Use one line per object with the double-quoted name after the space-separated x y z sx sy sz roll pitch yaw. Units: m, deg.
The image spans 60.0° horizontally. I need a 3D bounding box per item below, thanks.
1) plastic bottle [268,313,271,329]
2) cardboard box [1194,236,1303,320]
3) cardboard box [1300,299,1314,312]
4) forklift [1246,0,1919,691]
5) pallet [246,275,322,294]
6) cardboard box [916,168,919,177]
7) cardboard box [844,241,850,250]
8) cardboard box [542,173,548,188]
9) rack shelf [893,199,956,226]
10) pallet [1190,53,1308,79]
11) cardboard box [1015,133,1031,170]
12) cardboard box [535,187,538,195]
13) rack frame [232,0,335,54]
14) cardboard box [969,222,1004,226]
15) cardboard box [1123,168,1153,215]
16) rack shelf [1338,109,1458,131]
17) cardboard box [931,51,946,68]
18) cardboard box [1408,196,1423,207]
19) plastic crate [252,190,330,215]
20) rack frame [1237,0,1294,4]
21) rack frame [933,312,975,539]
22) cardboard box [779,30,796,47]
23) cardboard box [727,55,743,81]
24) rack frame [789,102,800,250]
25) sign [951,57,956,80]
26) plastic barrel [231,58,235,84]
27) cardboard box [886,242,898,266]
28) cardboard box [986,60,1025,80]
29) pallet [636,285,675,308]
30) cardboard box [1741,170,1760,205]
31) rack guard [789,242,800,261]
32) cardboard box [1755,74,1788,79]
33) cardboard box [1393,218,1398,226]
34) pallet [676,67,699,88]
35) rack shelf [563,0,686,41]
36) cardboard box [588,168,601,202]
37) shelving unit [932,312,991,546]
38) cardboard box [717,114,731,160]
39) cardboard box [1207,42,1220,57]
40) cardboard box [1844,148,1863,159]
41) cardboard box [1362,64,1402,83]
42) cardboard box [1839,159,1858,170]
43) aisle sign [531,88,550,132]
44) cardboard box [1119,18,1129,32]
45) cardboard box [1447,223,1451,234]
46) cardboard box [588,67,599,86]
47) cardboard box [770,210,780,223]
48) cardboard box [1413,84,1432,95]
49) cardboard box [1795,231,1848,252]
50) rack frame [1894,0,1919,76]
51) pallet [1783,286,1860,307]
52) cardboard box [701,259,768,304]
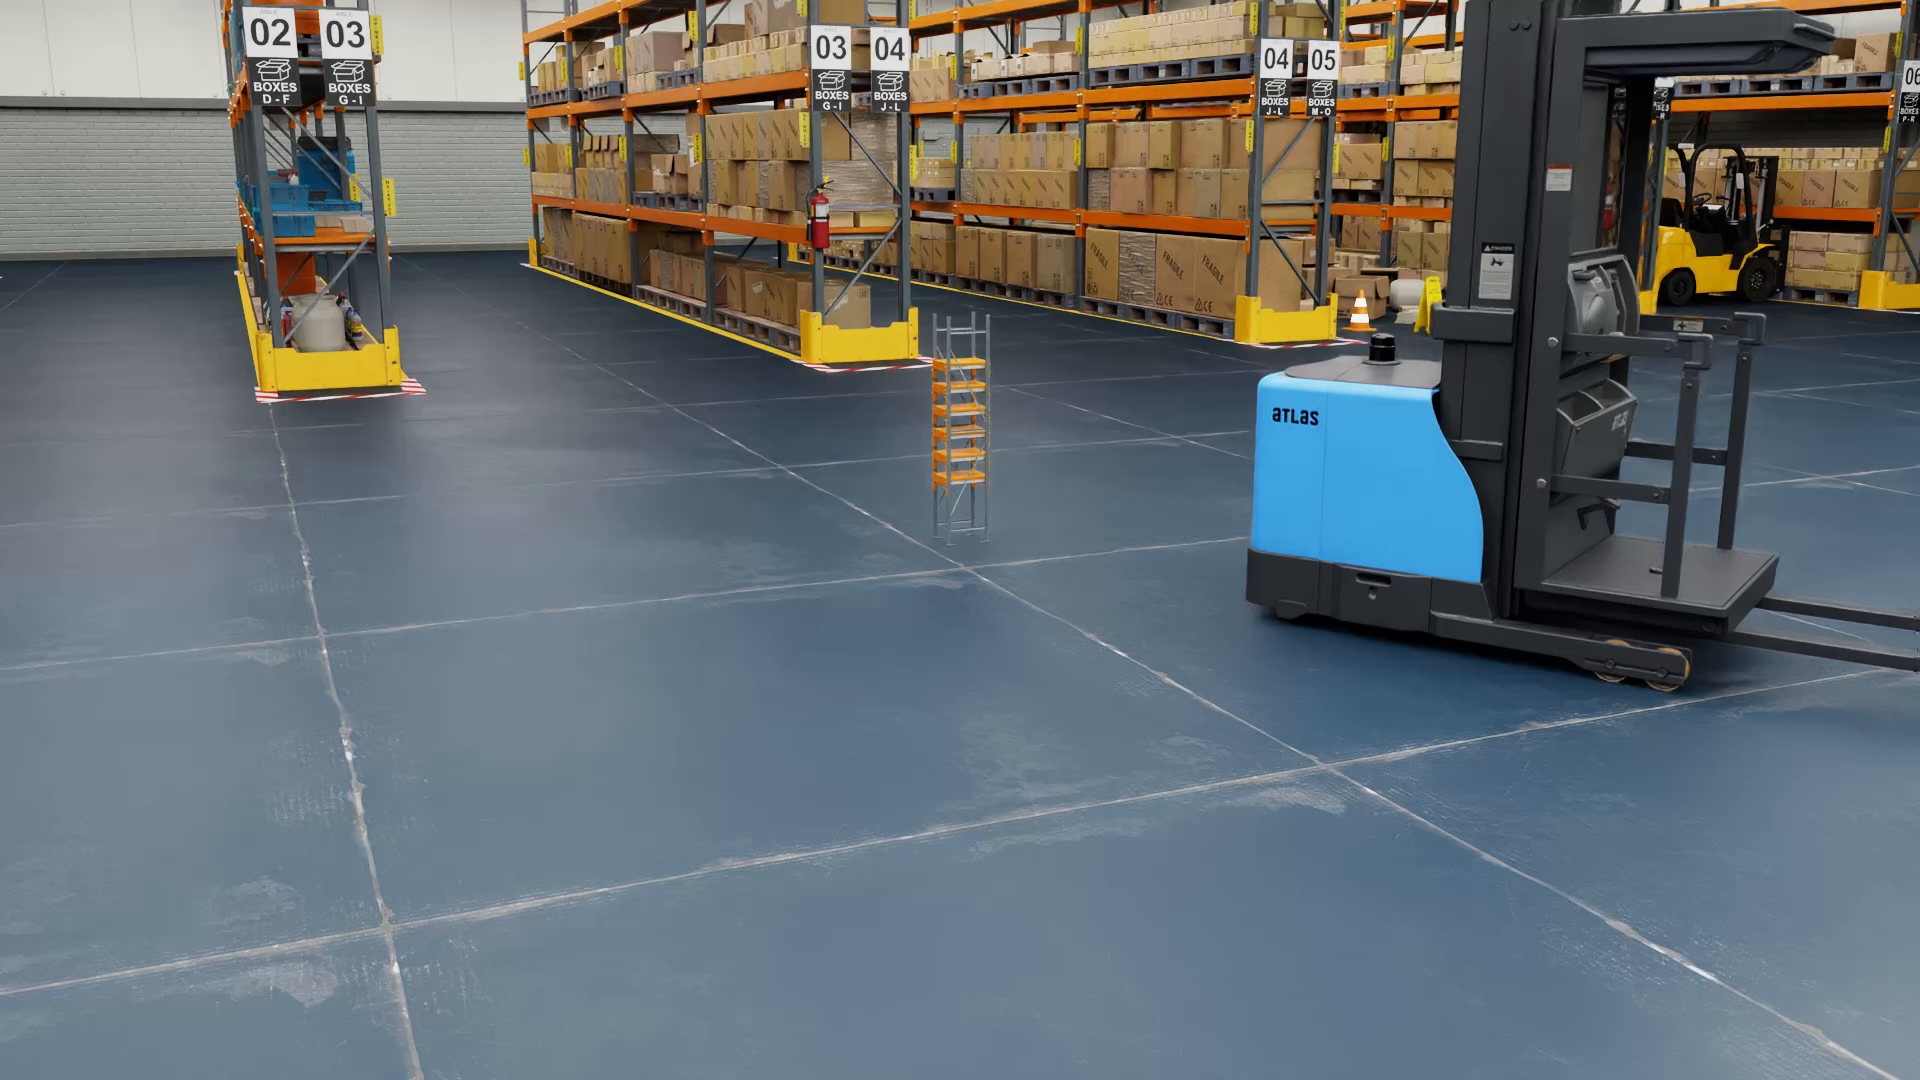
-6.715 -2.073 16.223 0.061 0.283 0.133 -5 14 -22 "plastic bottle"
3.277 -2.998 18.951 0.875 0.875 0.875 -6 14 -23 "cardboard box"
4.383 -3.000 21.242 0.396 0.266 0.258 -3 13 -13 "cardboard box"
2.769 -0.984 6.622 3.031 2.935 1.130 9 16 34 "forklift"
-10.050 -3.777 24.722 1.003 0.211 1.213 -6 14 -23 "pallet"
-0.526 -5.796 26.226 0.380 0.149 0.250 -6 14 -23 "cardboard box"
-1.858 -5.279 29.758 0.380 0.149 0.250 -6 14 -25 "cardboard box"
-7.028 -6.310 29.154 0.500 0.250 0.500 -6 14 -25 "cardboard box"
-0.396 -5.410 27.187 1.077 0.370 4.000 -6 14 -23 "rack shelf"
3.303 -5.265 18.509 1.003 0.211 1.213 -6 14 -23 "pallet"
1.192 -5.473 23.427 0.700 0.500 0.500 -6 14 -24 "cardboard box"
-7.441 -6.294 29.970 0.380 0.149 0.250 -6 14 -24 "cardboard box"
-7.116 -6.569 17.295 1.000 3.000 0.127 -6 14 -23 "rack frame"
0.351 -4.863 26.180 0.500 0.250 0.500 -6 14 -26 "cardboard box"
2.516 -4.285 20.398 0.875 0.550 0.550 -6 14 -23 "cardboard box"
8.645 -7.788 30.811 1.077 0.370 4.000 -6 14 -23 "rack shelf"
-0.214 -7.395 25.596 0.396 0.266 0.258 -6 14 -23 "cardboard box"
6.483 -4.725 23.188 0.380 0.149 0.250 -5 14 -21 "cardboard box"
-7.023 -3.496 17.461 0.767 0.338 0.504 -6 14 -23 "plastic crate"
4.900 -8.738 26.666 1.000 3.000 0.127 -6 14 -23 "rack frame"
-0.031 -0.600 8.803 0.240 1.200 0.006 -6 14 -23 "rack frame"
-1.580 -4.990 16.573 0.380 0.149 0.250 -6 14 -25 "cardboard box"
-2.226 -5.153 18.163 0.500 0.250 0.500 -6 14 -25 "cardboard box"
-2.800 -7.000 32.462 1.000 3.000 0.127 -6 14 -23 "rack frame"
-0.093 -7.012 24.714 0.100 0.325 0.005 -6 14 -23 "sign"
-8.875 -5.896 20.794 0.421 0.512 0.421 0 13 0 "plastic barrel"
-0.931 -4.874 27.891 0.500 0.500 0.500 -5 14 -20 "cardboard box"
0.694 -6.716 23.761 0.500 0.250 0.500 -5 14 -21 "cardboard box"
-3.868 -3.400 23.091 1.003 0.211 1.213 -6 14 -23 "pallet"
11.597 -5.055 23.835 0.500 0.500 0.500 -6 14 -23 "cardboard box"
-2.769 -5.766 32.676 1.175 0.500 0.348 -6 14 -23 "rack guard"
11.733 -6.791 23.523 0.797 0.503 0.637 -5 14 -21 "cardboard box"
8.325 -6.031 31.450 0.380 0.149 0.250 -5 14 -21 "cardboard box"
-2.728 -5.600 20.180 1.213 0.211 1.003 -6 14 -23 "pallet"
-4.981 -7.710 24.710 1.077 0.370 4.000 -6 14 -23 "rack shelf"
-5.425 -5.470 25.631 0.500 0.500 0.500 -6 14 -24 "cardboard box"
0.006 -0.582 8.722 0.258 1.200 0.189 -6 14 -23 "shelving unit"
-2.429 -4.555 18.800 0.500 0.500 0.500 -6 14 -23 "cardboard box"
2.962 -5.430 18.429 0.380 0.149 0.250 -5 14 -22 "cardboard box"
12.187 -5.224 22.469 0.380 0.149 0.250 -6 14 -23 "cardboard box"
6.136 -6.689 23.868 0.500 0.250 0.500 -6 14 -24 "cardboard box"
12.126 -5.072 22.474 0.380 0.149 0.250 -5 14 -22 "cardboard box"
-7.688 -7.827 30.270 0.394 0.787 0.004 -6 14 -23 "aisle sign"
2.148 -6.238 20.154 0.380 0.149 0.250 -6 14 -24 "cardboard box"
6.804 -4.196 22.412 0.380 0.149 0.250 -5 14 -20 "cardboard box"
-5.425 -7.134 25.655 0.500 0.311 0.500 -6 14 -25 "cardboard box"
-1.795 -3.442 17.645 0.380 0.149 0.250 -6 14 -23 "cardboard box"
6.454 -6.182 22.831 0.380 0.149 0.250 -6 14 -23 "cardboard box"
11.971 -4.135 23.034 0.500 0.250 0.500 -5 14 -22 "cardboard box"
12.651 -7.534 21.465 1.000 3.000 0.127 -6 14 -23 "rack frame"
12.307 -3.407 23.122 1.003 0.211 1.213 -6 14 -23 "pallet"
-2.804 -3.219 20.693 0.700 0.500 0.500 -7 15 -27 "cardboard box"
